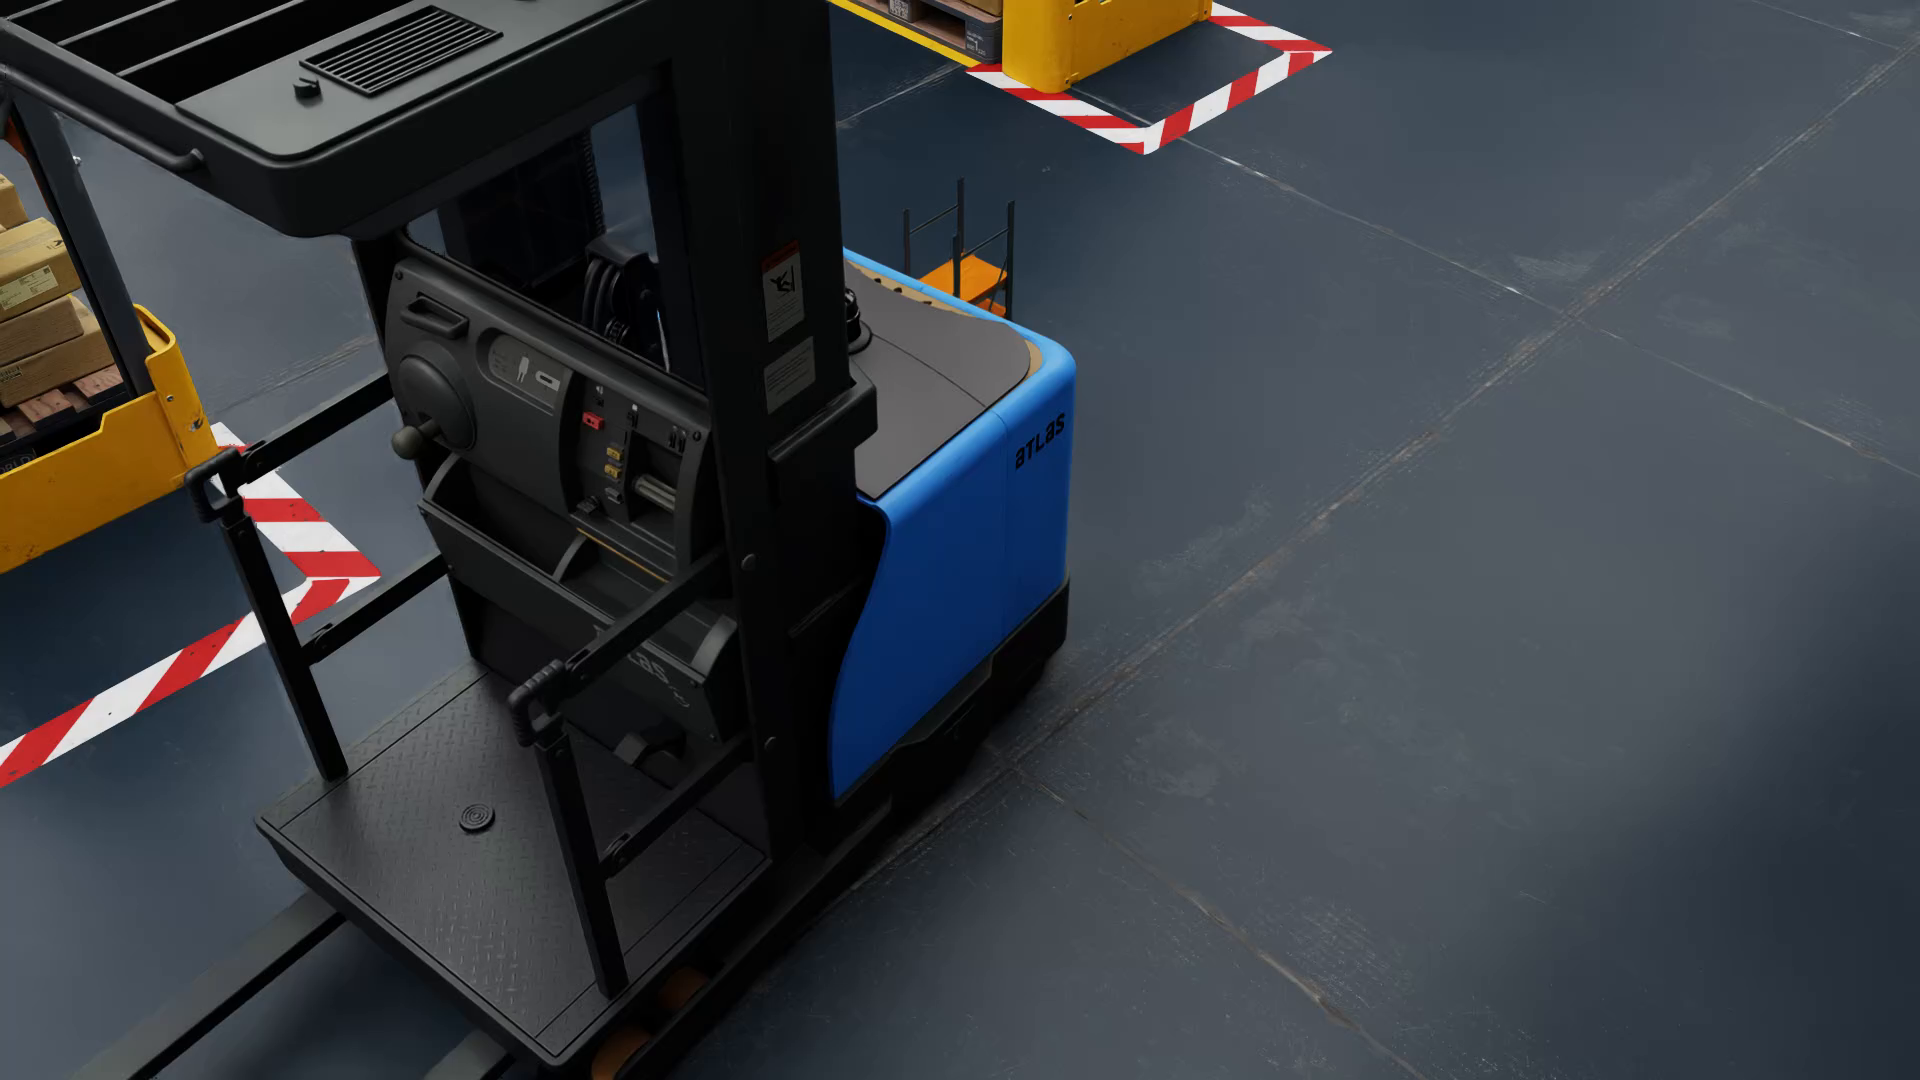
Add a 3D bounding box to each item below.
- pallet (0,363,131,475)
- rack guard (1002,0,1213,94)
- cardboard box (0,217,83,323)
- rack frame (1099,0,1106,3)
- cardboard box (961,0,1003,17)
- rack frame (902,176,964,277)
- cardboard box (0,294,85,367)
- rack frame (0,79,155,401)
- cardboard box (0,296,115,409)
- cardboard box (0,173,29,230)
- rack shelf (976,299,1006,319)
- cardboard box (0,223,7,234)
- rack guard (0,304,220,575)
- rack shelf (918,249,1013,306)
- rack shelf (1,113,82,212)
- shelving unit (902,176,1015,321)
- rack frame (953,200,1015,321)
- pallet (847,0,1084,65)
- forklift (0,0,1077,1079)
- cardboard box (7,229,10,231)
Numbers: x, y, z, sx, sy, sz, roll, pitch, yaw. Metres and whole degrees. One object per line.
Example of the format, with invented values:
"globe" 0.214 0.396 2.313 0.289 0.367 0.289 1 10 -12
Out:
"pallet" -3.503 -0.533 5.671 1.003 0.211 1.213 -34 53 -31
"rack guard" 0.699 -2.512 7.600 1.175 0.500 0.348 -34 53 -31
"cardboard box" -3.030 -0.853 5.316 0.250 0.149 0.380 32 51 30
"rack frame" 0.682 -3.442 6.764 1.000 3.000 0.127 -34 53 -31
"cardboard box" 0.174 -3.085 7.634 0.875 0.875 0.875 -34 53 -31
"rack frame" -0.072 -0.496 4.903 0.006 1.200 0.240 31 51 29
"cardboard box" -3.089 -0.704 5.374 0.380 0.149 0.250 -32 51 -30
"rack frame" -2.901 -1.113 4.244 1.000 3.000 0.127 -34 53 -31
"cardboard box" -3.044 -0.626 5.508 0.380 0.149 0.250 -33 52 -31
"cardboard box" -3.397 -1.111 5.595 0.250 0.149 0.380 34 53 31
"rack shelf" -0.004 -0.599 4.725 0.180 0.103 0.258 31 51 29
"cardboard box" -3.310 -0.928 5.397 0.380 0.149 0.250 -33 52 -31
"rack guard" -2.954 -0.232 5.132 1.175 0.500 0.348 -34 53 -31
"rack shelf" -0.004 -0.687 4.644 0.180 0.103 0.258 31 51 29
"rack shelf" -4.313 -1.810 5.529 1.077 0.370 4.000 -34 53 -31
"shelving unit" -0.004 -0.455 4.858 0.189 1.200 0.258 31 51 29
"rack frame" 0.064 -0.413 4.813 0.006 1.200 0.240 31 51 29
"pallet" 0.062 -2.764 8.086 1.003 0.211 1.213 -34 53 -31
"forklift" -0.989 -0.175 3.280 1.130 2.935 3.031 28 49 27
"cardboard box" -3.582 -1.113 5.817 0.380 0.149 0.250 -32 52 -30
